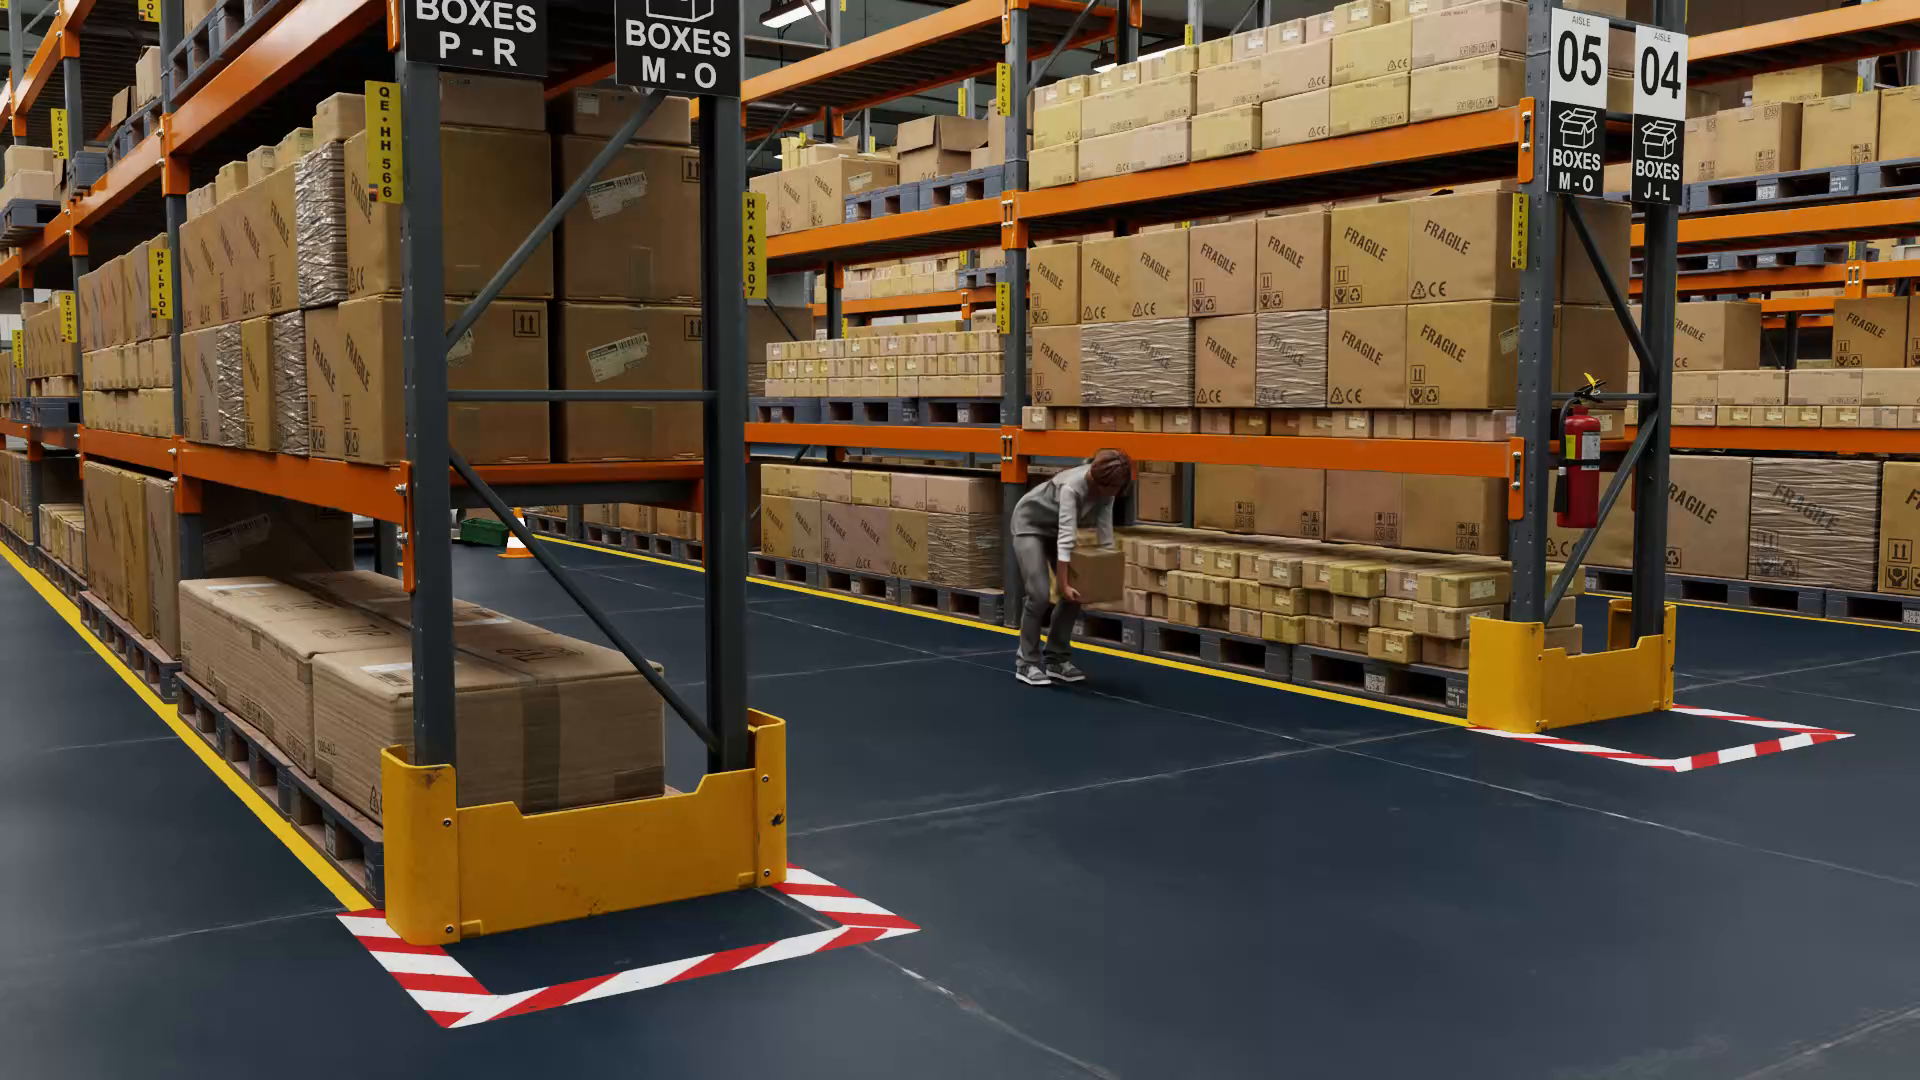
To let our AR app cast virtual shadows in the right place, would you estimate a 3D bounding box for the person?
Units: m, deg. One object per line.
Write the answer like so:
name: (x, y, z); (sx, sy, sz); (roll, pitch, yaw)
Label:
person: (0.586, 0.148, 8.645); (0.380, 1.248, 0.810); (-4, 6, -36)
